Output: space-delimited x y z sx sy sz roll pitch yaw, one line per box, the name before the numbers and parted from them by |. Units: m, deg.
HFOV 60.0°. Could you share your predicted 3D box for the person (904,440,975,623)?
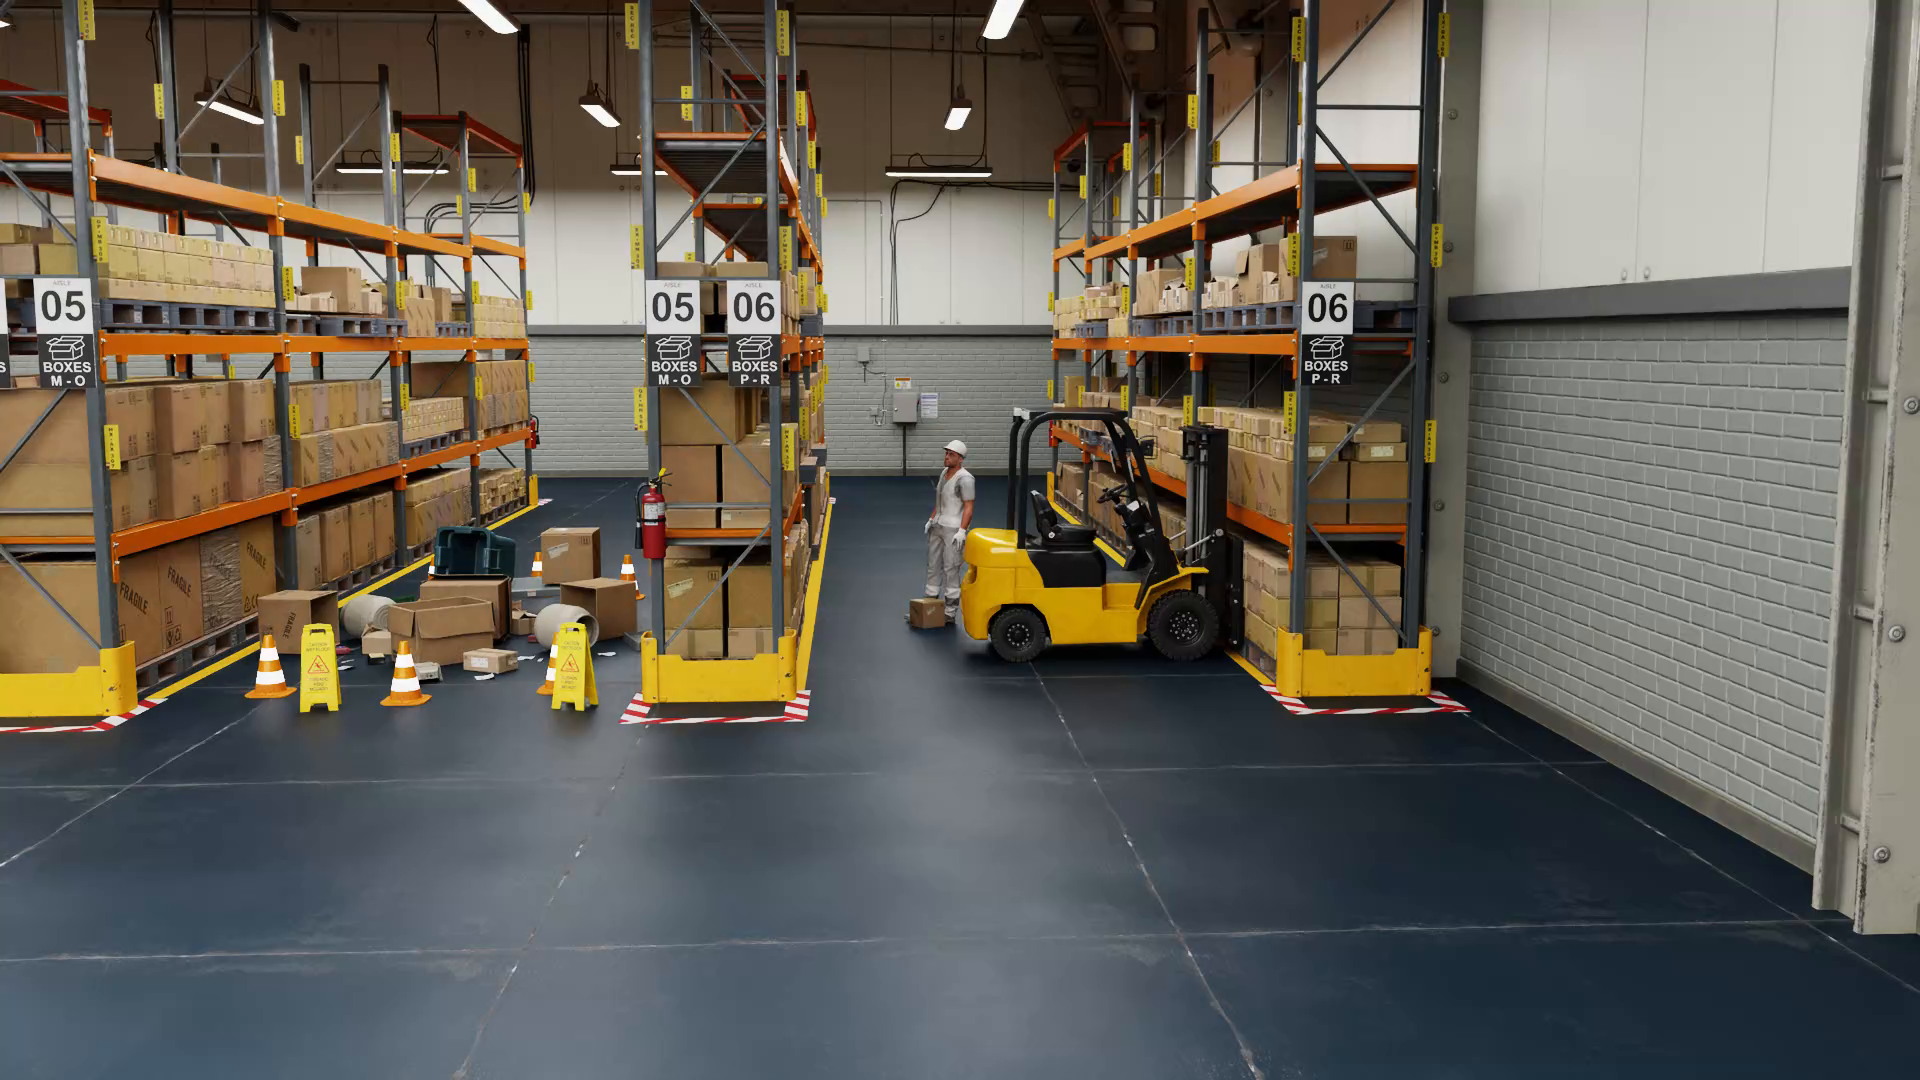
person | -0.177 -0.077 16.207 0.561 1.790 0.638 -4 8 -33
